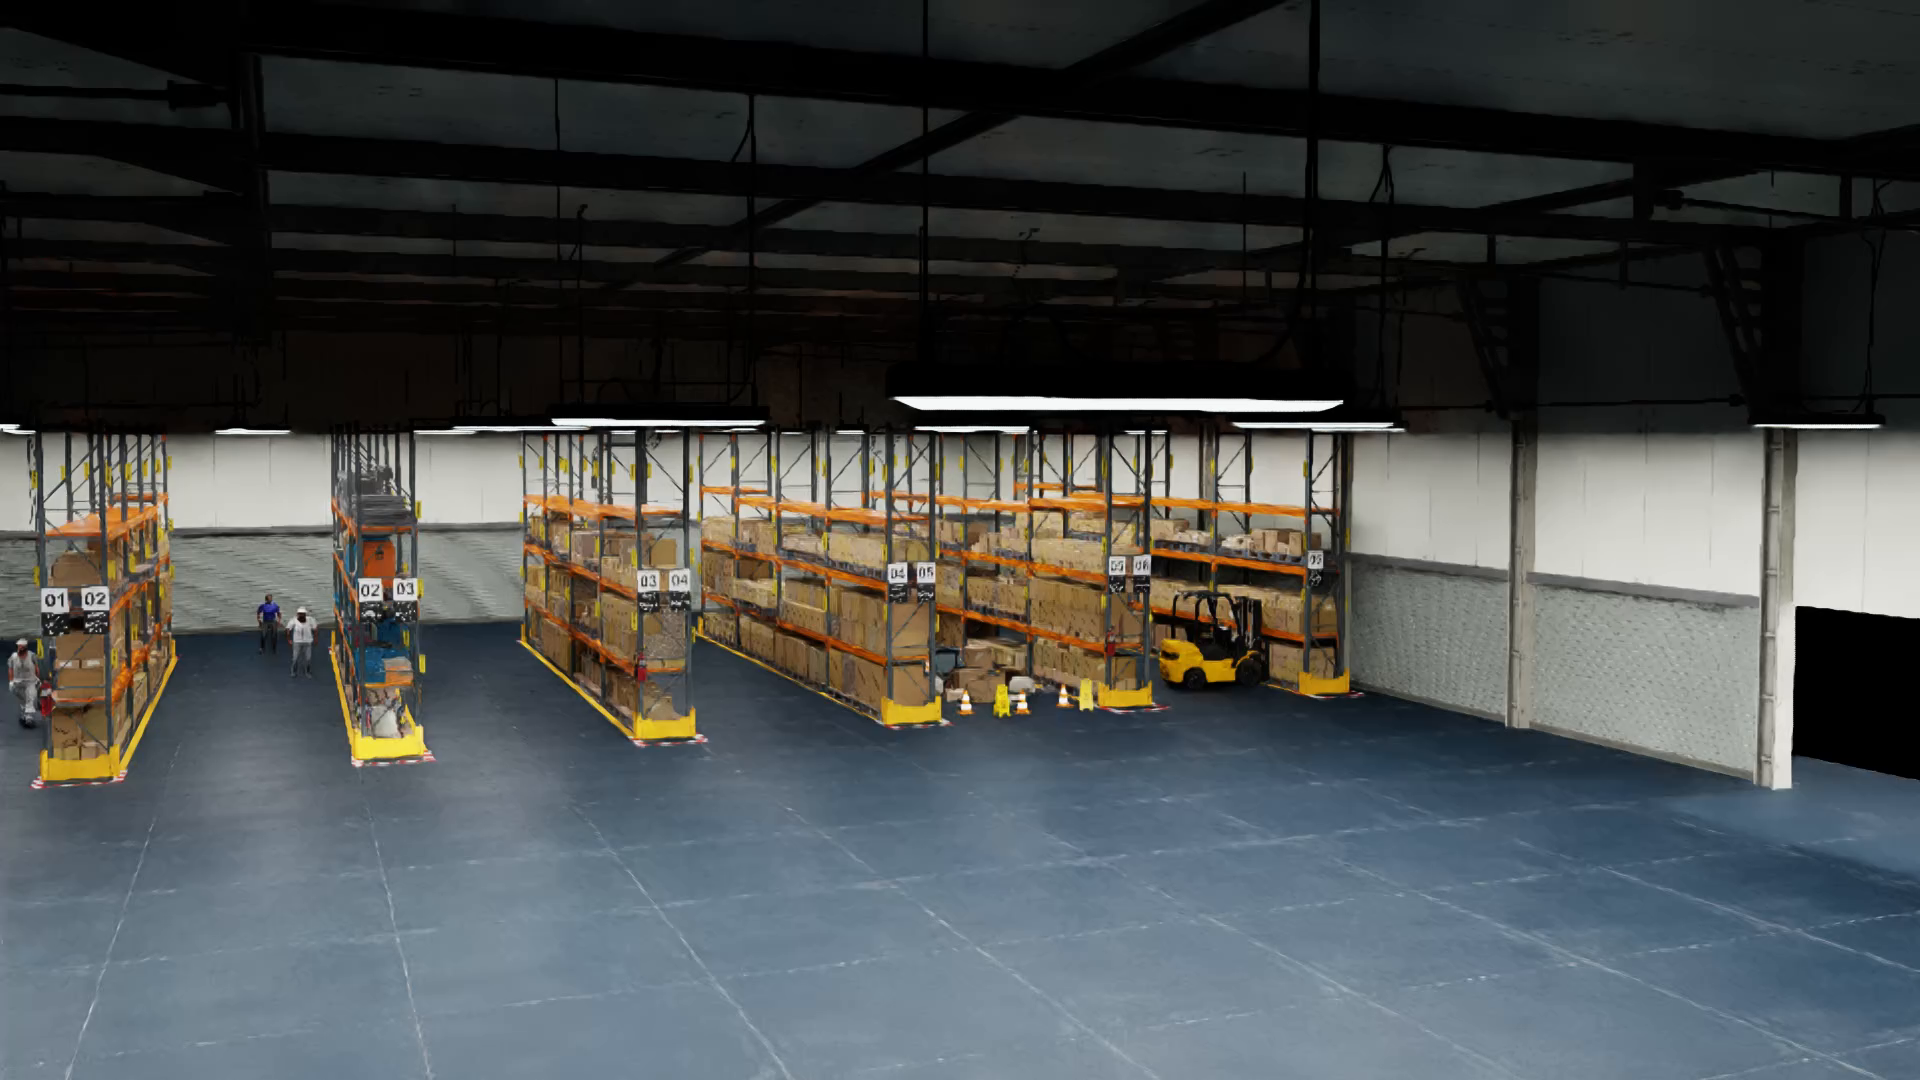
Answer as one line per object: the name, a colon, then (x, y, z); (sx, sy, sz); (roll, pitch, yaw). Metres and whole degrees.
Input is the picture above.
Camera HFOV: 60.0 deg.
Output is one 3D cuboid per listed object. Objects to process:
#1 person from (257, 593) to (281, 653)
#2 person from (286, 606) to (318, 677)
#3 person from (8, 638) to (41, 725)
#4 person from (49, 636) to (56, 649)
person: (-18.242, 2.187, 43.900); (0.592, 1.604, 0.513); (-2, 4, -24)
person: (-15.592, 2.412, 39.414); (0.719, 1.714, 0.578); (-2, 4, -24)
person: (-18.574, 2.792, 32.987); (0.553, 1.709, 1.123); (-1, 4, -20)
person: (-24.559, 2.096, 44.862); (0.536, 1.659, 0.503); (2, 4, 32)
